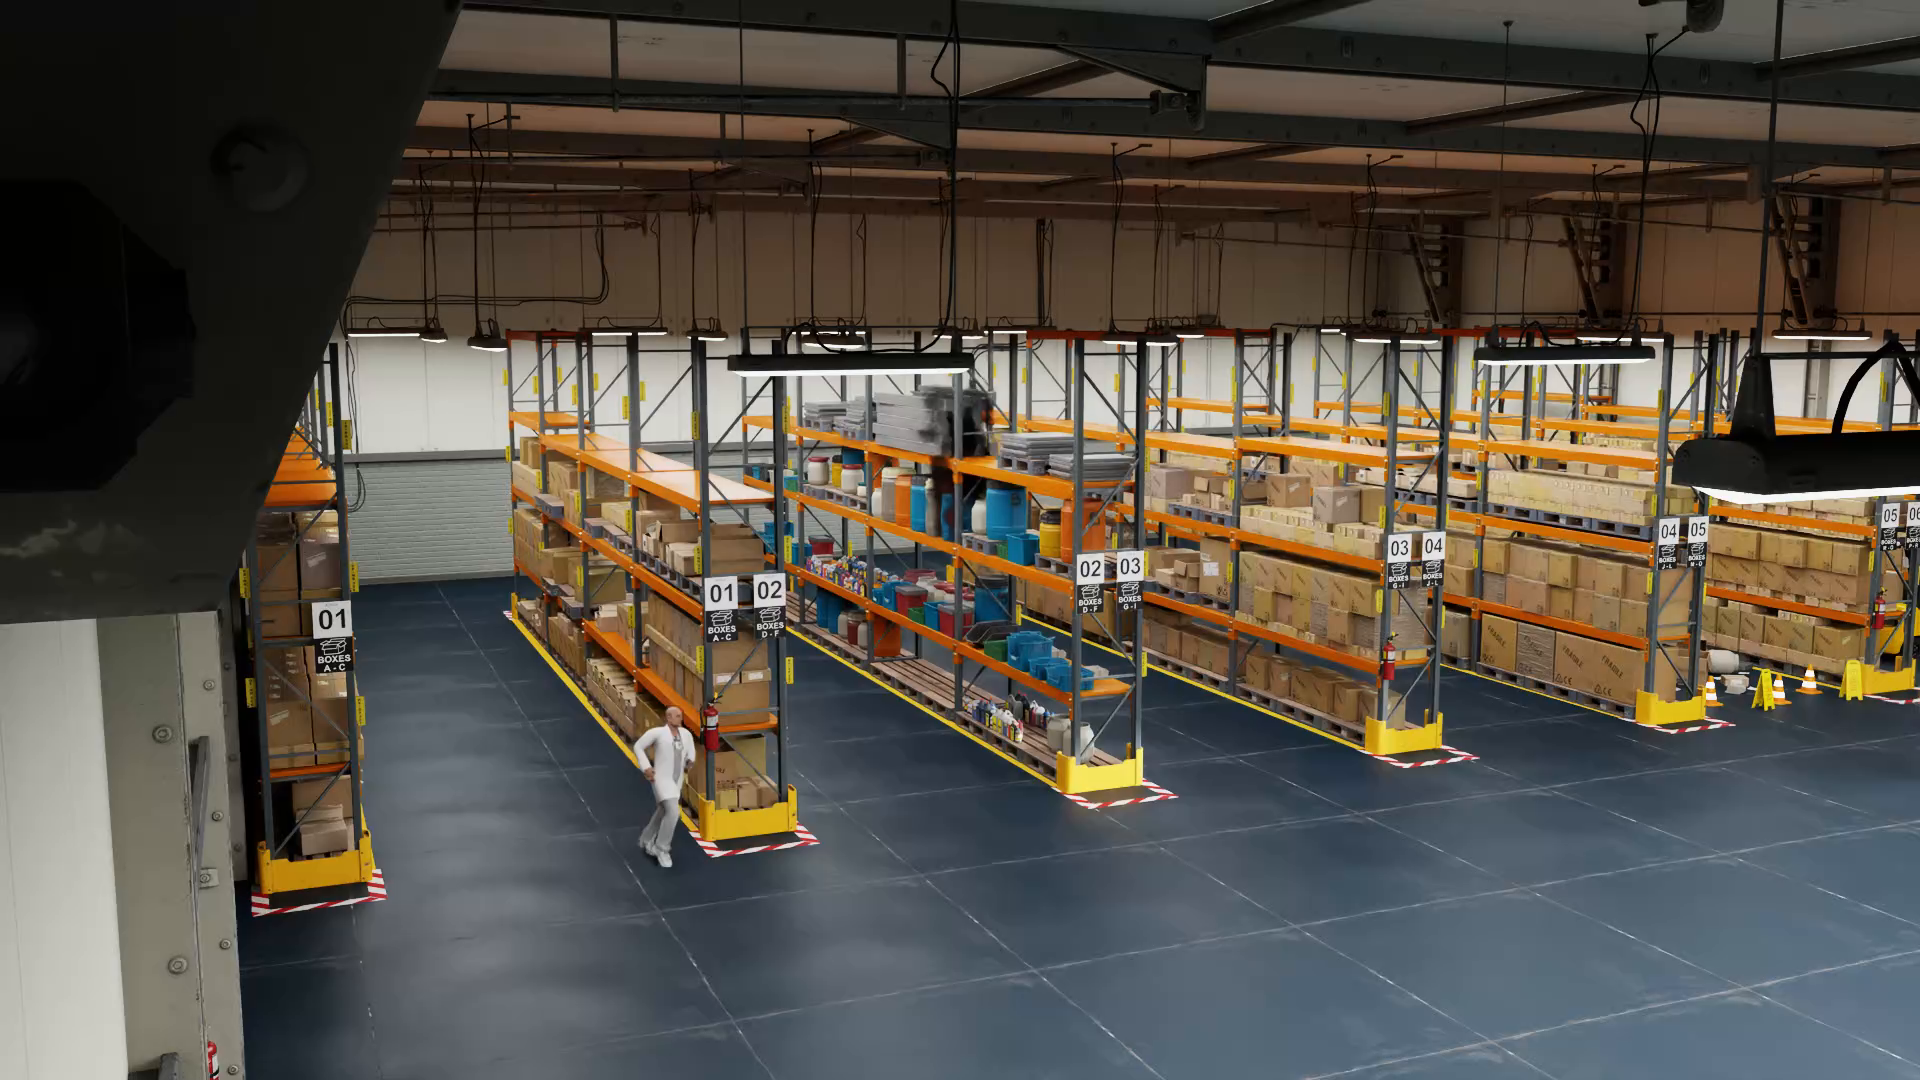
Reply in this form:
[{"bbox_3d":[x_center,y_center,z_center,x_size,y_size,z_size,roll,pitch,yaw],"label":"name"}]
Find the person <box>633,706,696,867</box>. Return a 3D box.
[{"bbox_3d":[-3.401,2.846,19.428,0.756,1.816,0.688,6,10,35],"label":"person"}]
